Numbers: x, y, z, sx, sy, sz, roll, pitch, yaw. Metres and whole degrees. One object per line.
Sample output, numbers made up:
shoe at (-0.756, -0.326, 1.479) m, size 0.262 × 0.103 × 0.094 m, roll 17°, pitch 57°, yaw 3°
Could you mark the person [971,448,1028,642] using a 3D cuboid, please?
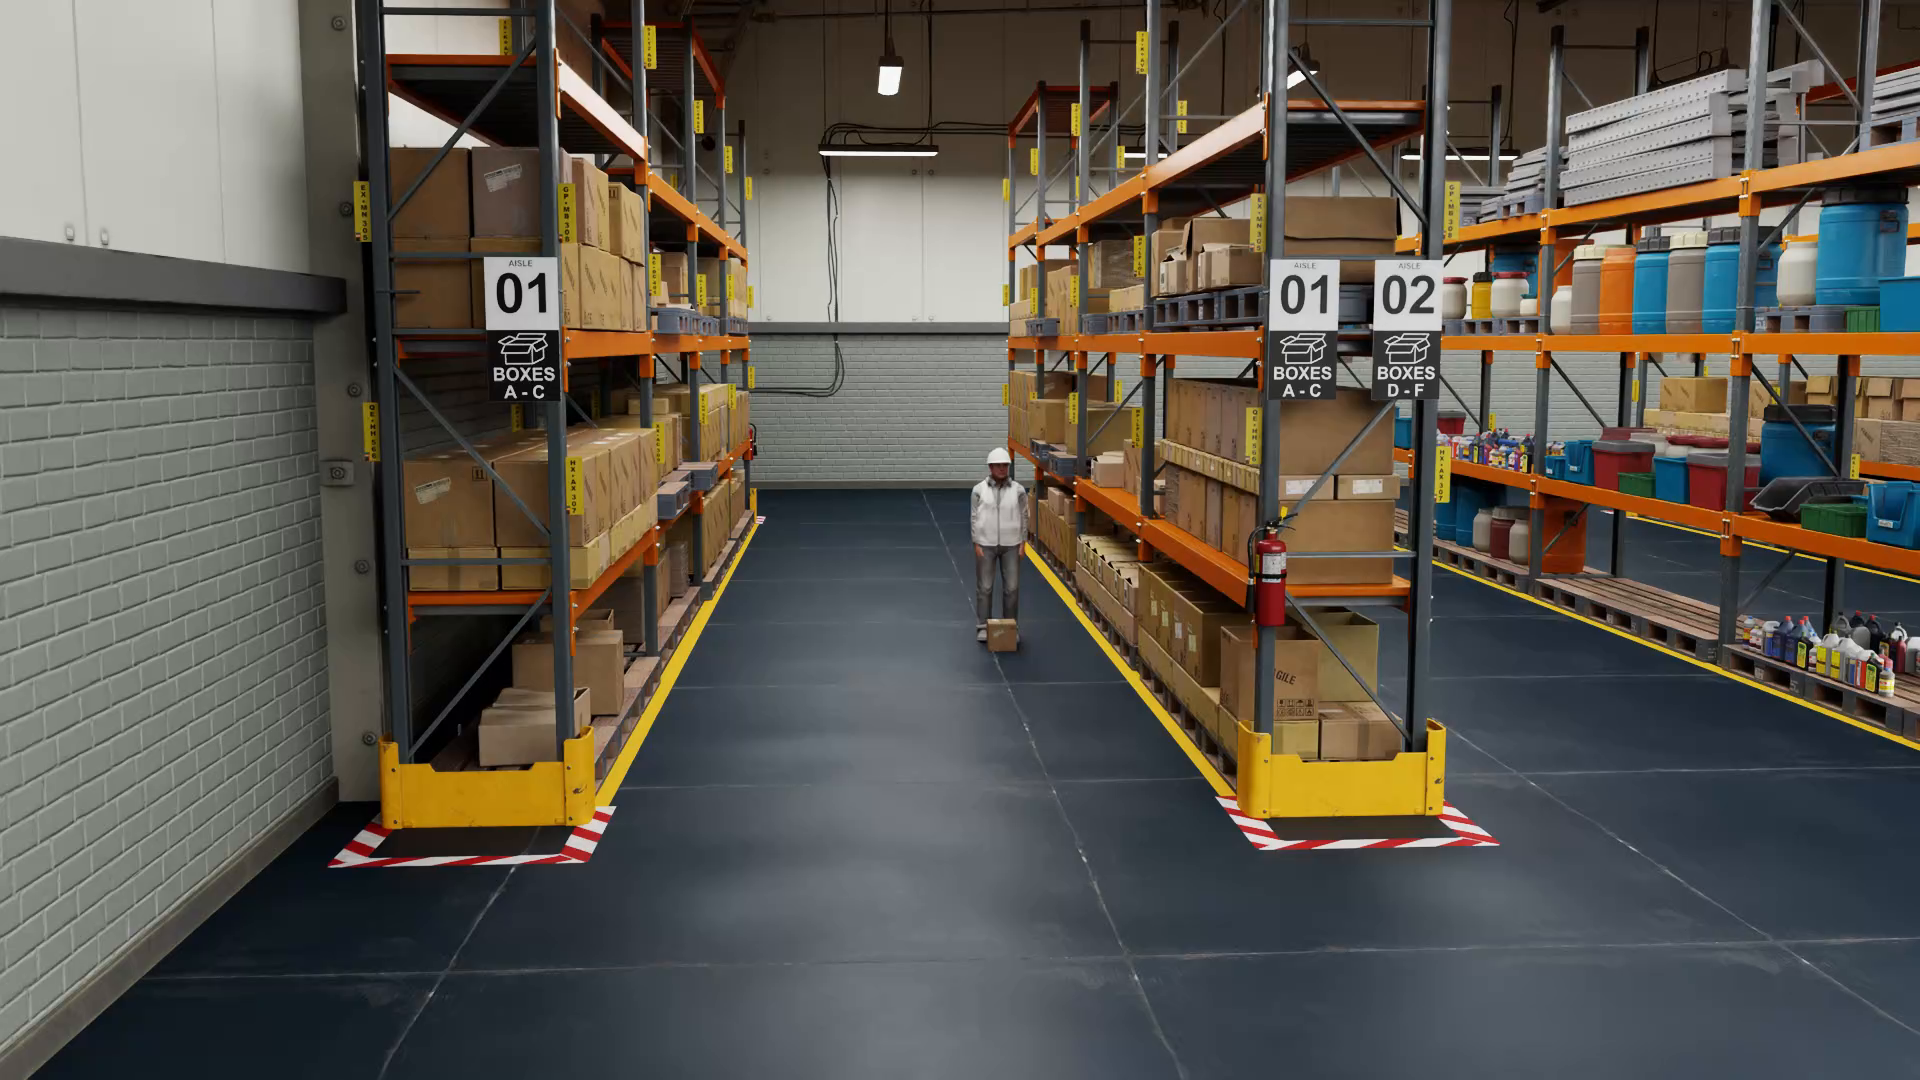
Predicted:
person at (0.364, 0.046, 15.289) m, size 0.532 × 1.775 × 0.356 m, roll 0°, pitch 7°, yaw -2°
